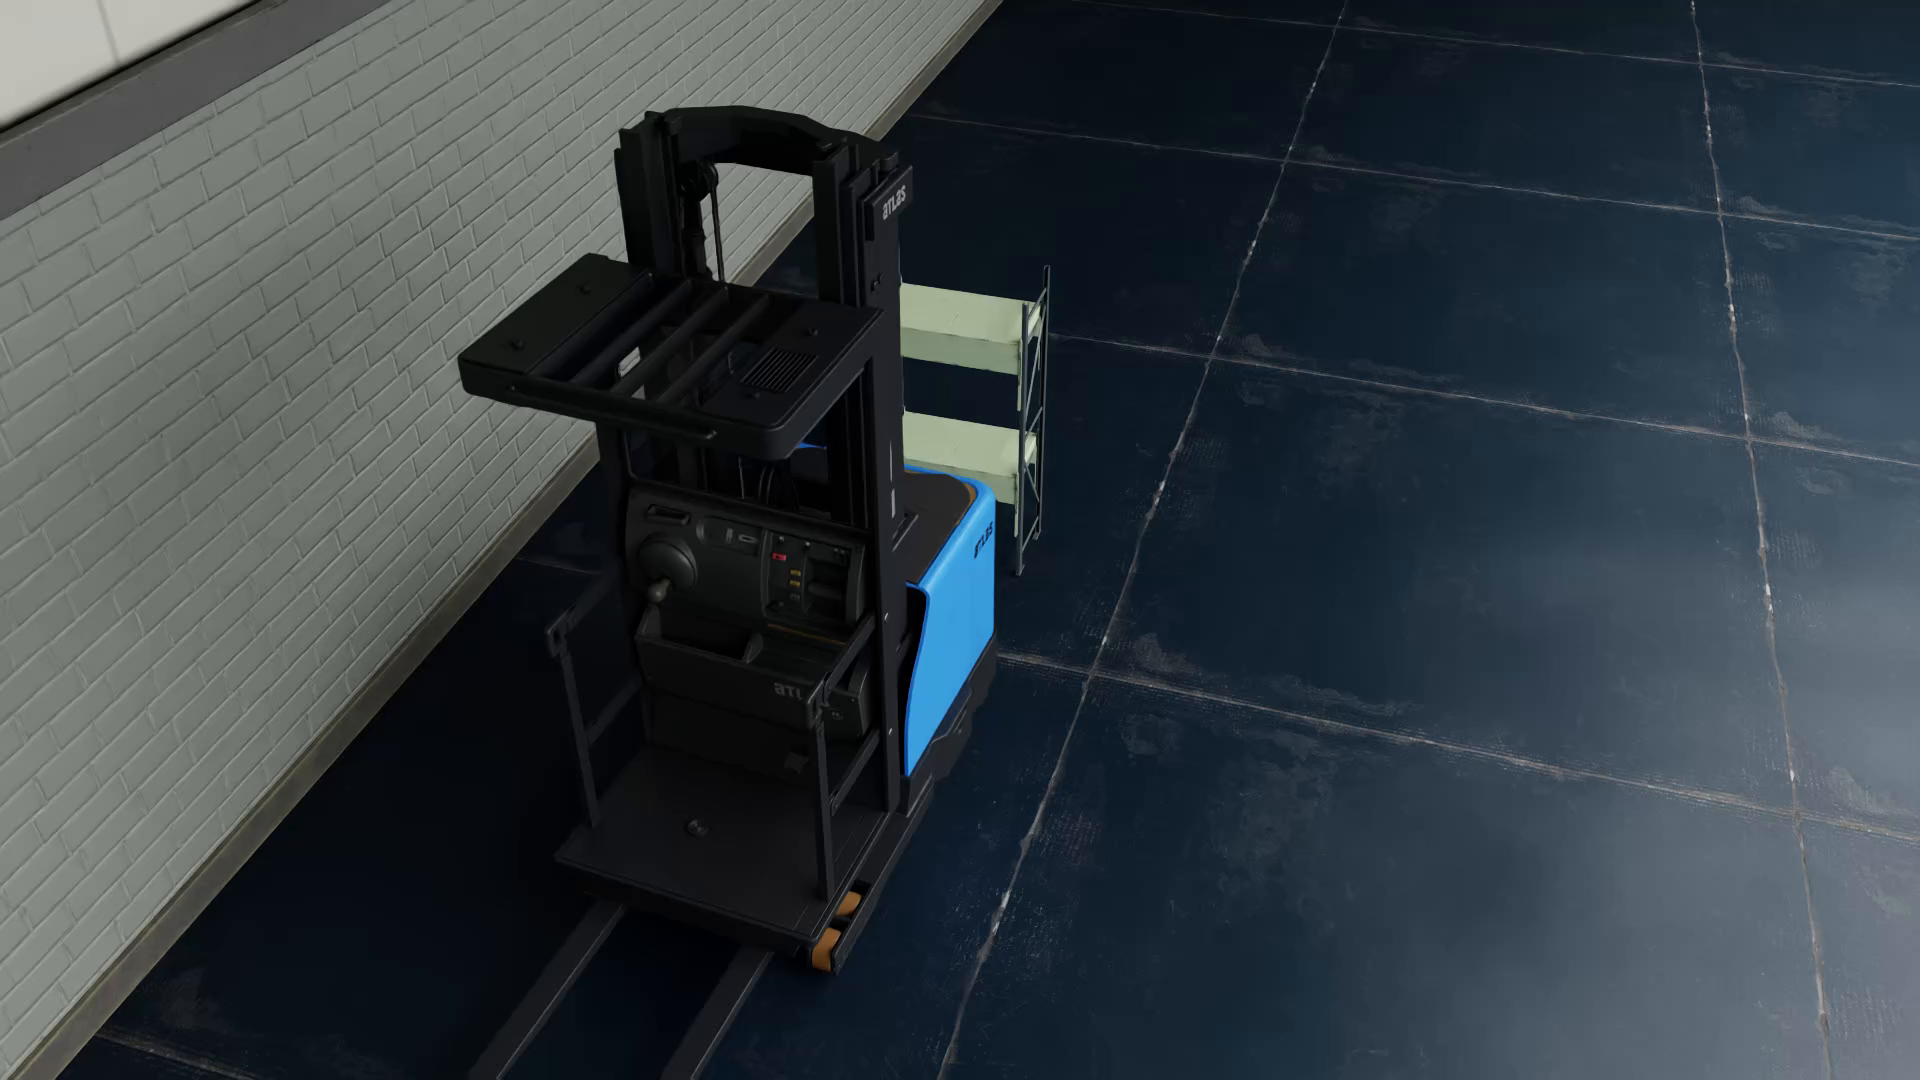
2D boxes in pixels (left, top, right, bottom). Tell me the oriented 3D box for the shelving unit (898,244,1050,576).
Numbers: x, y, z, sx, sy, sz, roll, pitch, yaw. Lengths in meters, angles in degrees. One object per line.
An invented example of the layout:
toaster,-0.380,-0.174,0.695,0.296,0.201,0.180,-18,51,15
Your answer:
shelving unit,-0.006,-0.605,7.992,0.755,1.500,0.431,10,38,14

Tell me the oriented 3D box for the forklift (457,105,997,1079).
forklift,-0.848,0.154,5.753,1.130,2.935,3.031,13,38,17

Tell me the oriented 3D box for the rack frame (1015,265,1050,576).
rack frame,0.343,-0.541,7.904,0.023,1.500,0.400,10,38,14

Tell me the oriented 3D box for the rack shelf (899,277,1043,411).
rack shelf,-0.006,-0.919,7.761,0.720,0.370,0.431,10,38,14

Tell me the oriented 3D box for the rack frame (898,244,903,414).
rack frame,-0.356,-0.670,8.080,0.023,1.500,0.400,10,38,14

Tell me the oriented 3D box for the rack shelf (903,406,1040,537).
rack shelf,-0.006,-0.343,8.185,0.720,0.370,0.431,10,38,14
